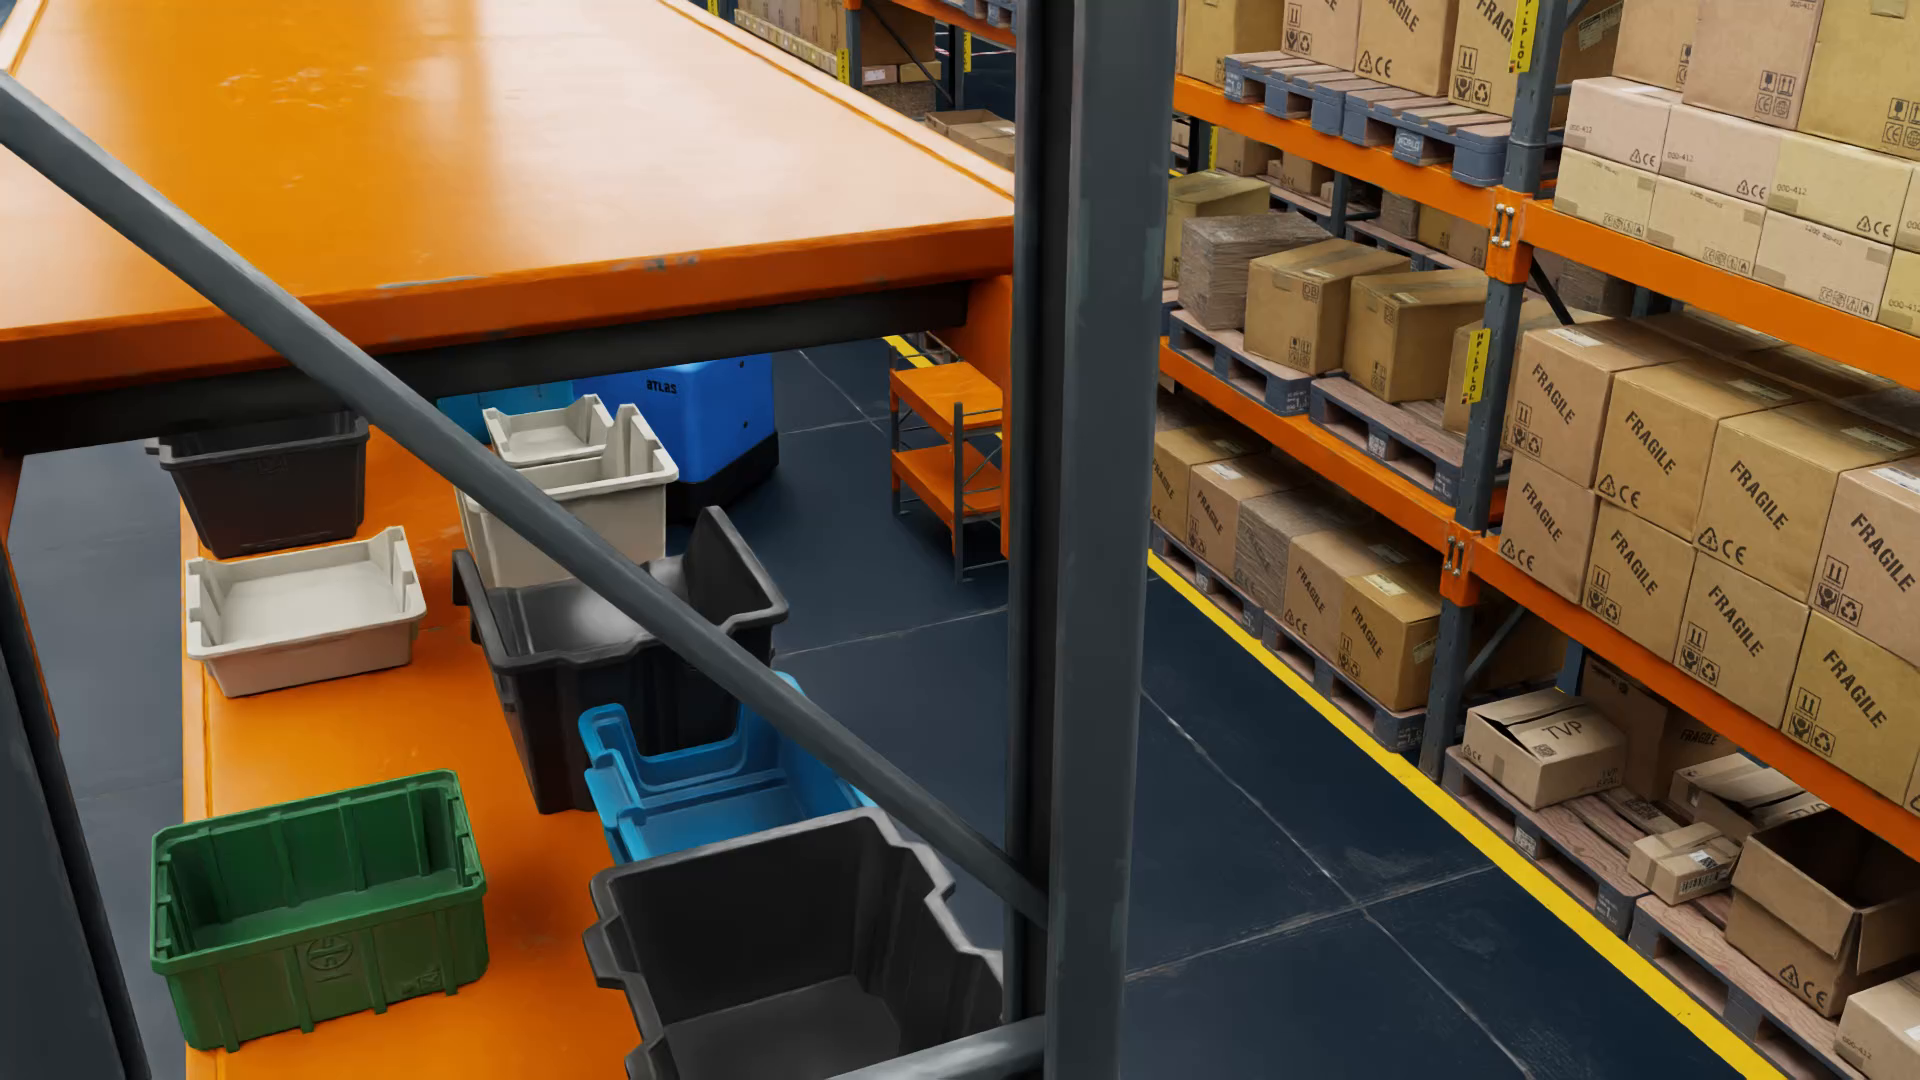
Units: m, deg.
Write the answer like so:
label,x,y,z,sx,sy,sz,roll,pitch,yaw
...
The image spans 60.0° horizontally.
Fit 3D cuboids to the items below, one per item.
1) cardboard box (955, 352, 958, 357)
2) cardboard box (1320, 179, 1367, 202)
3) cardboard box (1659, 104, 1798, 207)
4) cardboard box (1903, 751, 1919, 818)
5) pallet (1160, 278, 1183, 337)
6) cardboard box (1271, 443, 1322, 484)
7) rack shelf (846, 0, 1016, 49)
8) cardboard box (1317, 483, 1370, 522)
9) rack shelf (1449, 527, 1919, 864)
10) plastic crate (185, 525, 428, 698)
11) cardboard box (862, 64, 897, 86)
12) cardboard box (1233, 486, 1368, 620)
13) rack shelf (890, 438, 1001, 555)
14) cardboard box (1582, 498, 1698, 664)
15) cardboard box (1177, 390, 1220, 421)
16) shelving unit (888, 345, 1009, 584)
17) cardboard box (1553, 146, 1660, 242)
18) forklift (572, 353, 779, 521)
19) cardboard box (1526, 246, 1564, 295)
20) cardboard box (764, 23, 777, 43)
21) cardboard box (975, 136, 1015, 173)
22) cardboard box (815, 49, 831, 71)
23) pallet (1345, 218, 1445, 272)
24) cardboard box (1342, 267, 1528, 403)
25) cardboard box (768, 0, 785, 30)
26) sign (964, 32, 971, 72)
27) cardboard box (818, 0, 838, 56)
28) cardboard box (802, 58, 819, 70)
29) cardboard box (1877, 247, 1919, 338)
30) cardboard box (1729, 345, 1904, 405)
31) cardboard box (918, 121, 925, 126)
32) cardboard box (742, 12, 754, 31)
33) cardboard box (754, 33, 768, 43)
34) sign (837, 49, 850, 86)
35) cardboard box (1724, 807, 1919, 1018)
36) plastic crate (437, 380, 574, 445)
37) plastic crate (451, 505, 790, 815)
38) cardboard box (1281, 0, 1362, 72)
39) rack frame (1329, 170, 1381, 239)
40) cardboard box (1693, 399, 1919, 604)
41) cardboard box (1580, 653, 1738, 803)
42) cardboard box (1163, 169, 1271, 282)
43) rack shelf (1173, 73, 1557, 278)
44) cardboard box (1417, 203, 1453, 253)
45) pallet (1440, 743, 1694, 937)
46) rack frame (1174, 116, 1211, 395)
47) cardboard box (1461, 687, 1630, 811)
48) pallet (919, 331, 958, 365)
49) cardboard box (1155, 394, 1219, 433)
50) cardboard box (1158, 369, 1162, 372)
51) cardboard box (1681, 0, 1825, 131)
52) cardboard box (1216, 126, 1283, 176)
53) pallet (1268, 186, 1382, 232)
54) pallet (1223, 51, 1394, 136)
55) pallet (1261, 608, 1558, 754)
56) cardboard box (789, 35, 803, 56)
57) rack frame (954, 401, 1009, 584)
label,x,y,z,sx,sy,sz,roll,pitch,yaw
cardboard box,0.287,-1.456,12.469,0.500,0.250,0.500,-10,28,-19
cardboard box,3.869,-3.524,16.777,0.380,0.166,0.250,-15,30,-27
cardboard box,2.842,-1.371,5.822,0.500,0.250,0.500,-11,28,-21
cardboard box,3.427,0.718,5.247,0.500,0.500,0.500,-10,28,-20
pallet,1.446,-1.574,10.273,1.213,0.211,1.003,-11,28,-21
cardboard box,2.129,-0.561,9.474,0.500,0.250,0.500,-11,28,-22
rack shelf,0.333,-3.754,11.920,1.077,0.370,4.000,-11,28,-21
cardboard box,2.310,-0.035,9.250,0.500,0.500,0.500,-10,28,-20
rack shelf,3.466,0.824,5.963,1.077,0.370,4.000,-11,28,-21
plastic crate,-1.347,0.137,3.433,0.437,0.136,0.530,-11,28,-21
cardboard box,-0.754,-3.946,14.059,0.380,0.149,0.250,-11,28,-21
cardboard box,1.844,0.065,9.045,0.500,0.500,0.500,-10,28,-20
rack shelf,0.003,-0.283,10.105,0.538,0.278,1.000,-11,28,-21
cardboard box,2.835,0.107,6.498,0.500,0.500,0.500,-10,28,-20
cardboard box,1.699,-0.659,10.528,0.500,0.500,0.500,-9,28,-19
shelving unit,0.003,-0.503,9.998,0.538,1.125,1.048,-11,28,-21
cardboard box,2.646,-1.348,6.345,0.500,0.250,0.500,-11,28,-21
forklift,-2.776,-1.848,10.694,3.031,2.935,1.130,11,28,21
cardboard box,5.248,-2.358,14.009,0.700,0.500,0.500,-11,28,-21
cardboard box,-1.655,-4.876,15.964,0.380,0.149,0.250,-12,28,-22
cardboard box,0.444,-2.641,12.126,0.500,0.500,0.500,-12,29,-23
cardboard box,-1.057,-4.257,14.697,0.380,0.149,0.250,-11,28,-21
pallet,4.413,-2.822,15.789,1.003,0.211,1.213,-11,28,-21
cardboard box,2.376,-1.037,8.362,0.700,0.500,0.500,-6,27,-12
cardboard box,-1.416,-5.152,15.791,0.700,0.500,0.500,-10,28,-20
sign,0.045,-4.118,14.036,0.100,0.325,0.005,-11,28,-21
cardboard box,-0.829,-4.546,14.550,0.700,0.500,0.500,-11,28,-21
cardboard box,-1.035,-4.174,15.267,0.700,0.500,0.500,-10,28,-20
cardboard box,3.231,-0.742,5.104,0.500,0.250,0.500,-11,28,-21
cardboard box,3.322,-0.435,6.468,0.500,0.500,0.500,-11,28,-22
cardboard box,-0.217,-3.278,13.715,0.500,0.250,0.500,-9,27,-17
cardboard box,-1.955,-5.186,16.600,0.380,0.149,0.250,-11,28,-22
cardboard box,-1.635,-4.794,16.536,0.700,0.500,0.500,-10,28,-19
sign,-0.960,-3.865,13.670,0.100,0.325,0.005,-11,28,-21
cardboard box,3.423,1.375,6.359,0.797,0.503,0.637,-11,28,-21
plastic crate,-1.226,-0.417,4.457,0.416,0.233,0.300,-11,28,-21
plastic crate,-0.655,0.174,3.127,0.504,0.338,0.767,-11,28,-21
cardboard box,2.029,-2.687,8.210,0.600,0.600,0.600,-12,28,-23
rack frame,4.107,-4.389,15.820,1.000,3.000,0.127,-11,28,-21
cardboard box,3.012,-0.147,5.878,0.500,0.500,0.500,-11,28,-22
cardboard box,3.167,0.800,7.540,0.500,0.500,0.500,-11,28,-21
cardboard box,1.467,-1.920,10.172,0.700,0.500,0.500,-22,34,-37
rack shelf,1.900,-2.139,8.613,1.077,0.370,4.000,-11,28,-21
cardboard box,4.659,-2.969,15.260,0.700,0.500,0.500,-11,28,-22
pallet,2.951,1.224,7.503,1.003,0.211,1.213,-11,28,-21
rack frame,1.116,-1.922,10.767,1.000,3.000,0.127,-11,28,-21
cardboard box,2.648,0.910,7.530,0.500,0.311,0.500,-11,28,-21
pallet,0.356,-1.499,13.080,1.003,0.211,1.213,-11,28,-21
cardboard box,1.242,-0.553,10.311,0.500,0.500,0.500,-12,28,-22
cardboard box,1.182,-1.389,11.691,0.500,0.311,0.500,-10,28,-19
cardboard box,2.974,-1.733,5.708,0.700,0.500,0.500,-11,28,-21
cardboard box,3.193,-4.249,17.880,0.700,0.500,0.500,-12,29,-24
pallet,3.811,-3.401,16.975,1.003,0.211,1.213,-11,28,-21
pallet,2.083,-2.264,8.263,1.213,0.211,1.003,-11,28,-21
pallet,2.330,0.625,8.730,1.003,0.211,1.213,-11,28,-21
cardboard box,-1.356,-4.565,15.328,0.380,0.149,0.250,-10,28,-19
rack frame,0.202,-0.298,9.577,0.500,1.125,0.032,-11,28,-21
